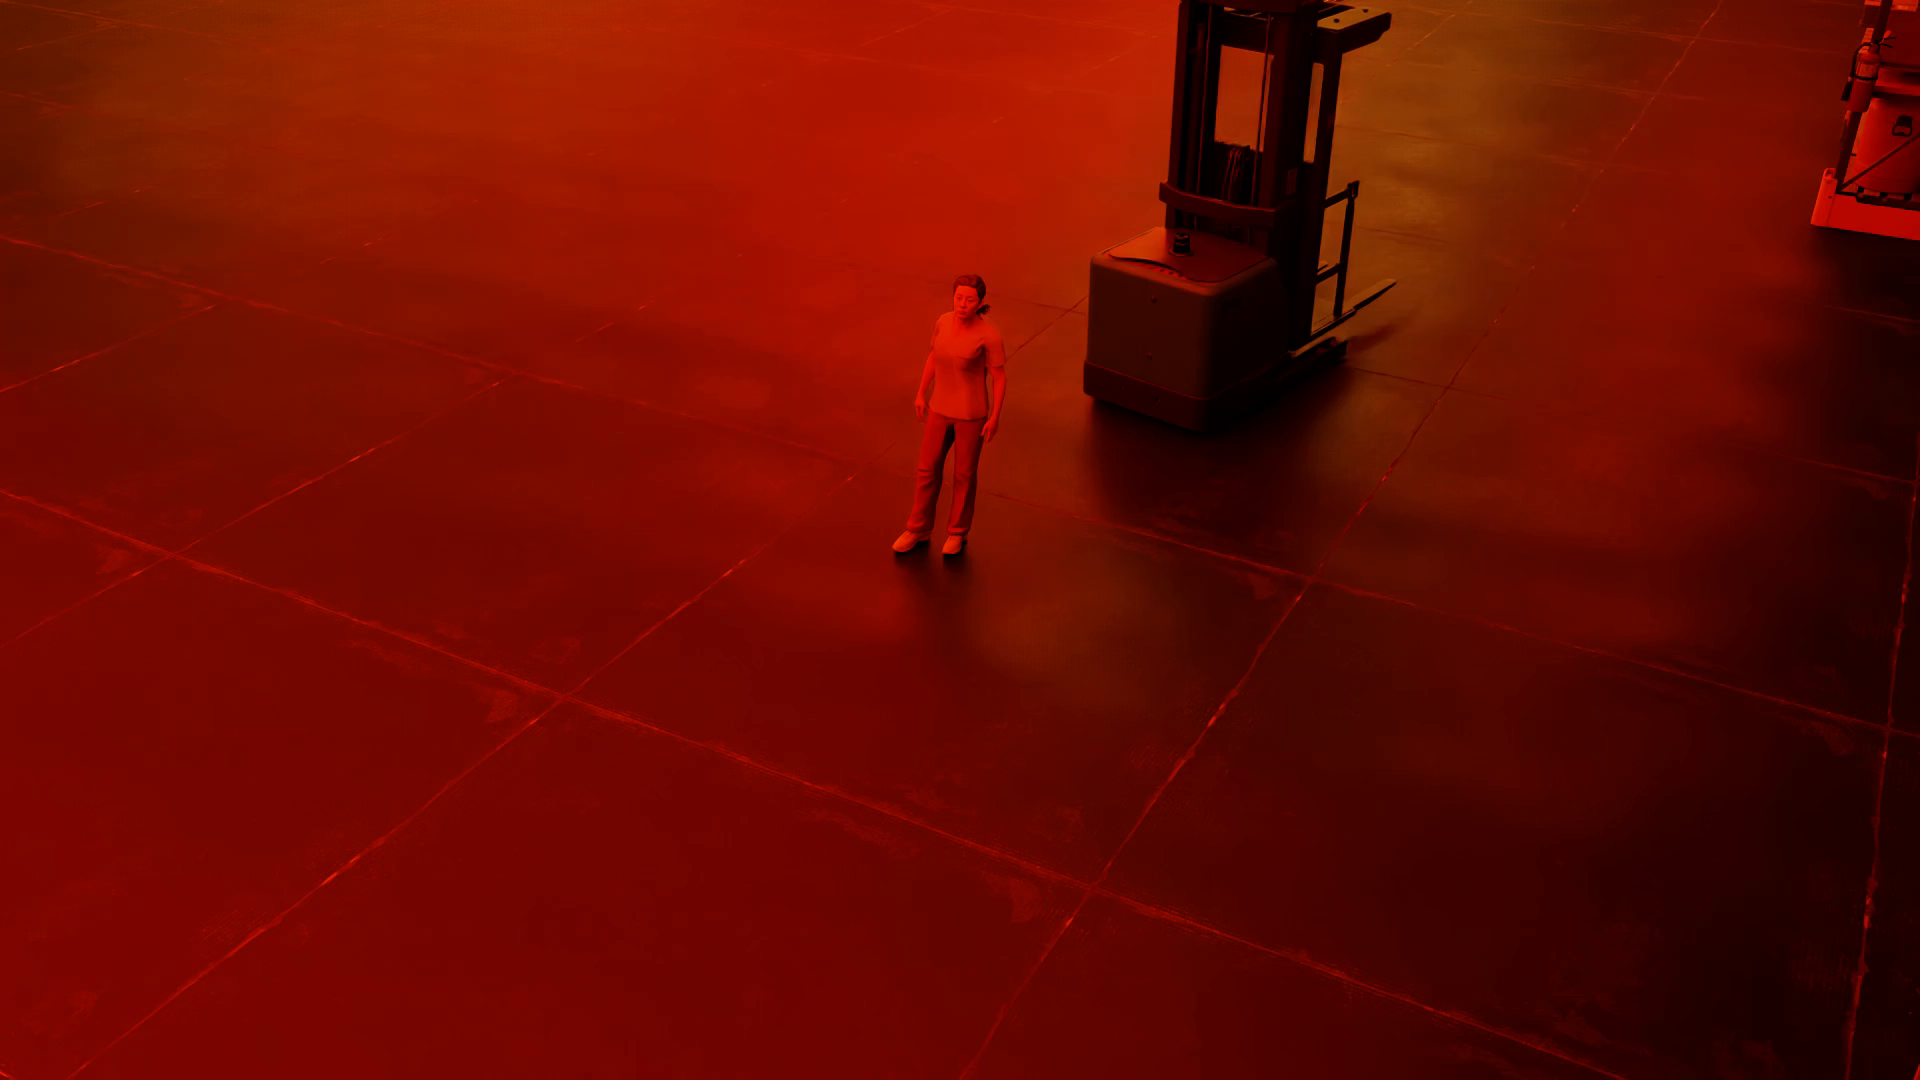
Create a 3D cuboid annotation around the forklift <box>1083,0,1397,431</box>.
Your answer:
[{"bbox_3d":[2.204,-2.655,11.671,1.130,2.935,3.031,23,37,34],"label":"forklift"}]

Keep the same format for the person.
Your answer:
[{"bbox_3d":[-0.046,-0.703,9.529,0.553,1.673,0.548,15,33,25],"label":"person"}]
